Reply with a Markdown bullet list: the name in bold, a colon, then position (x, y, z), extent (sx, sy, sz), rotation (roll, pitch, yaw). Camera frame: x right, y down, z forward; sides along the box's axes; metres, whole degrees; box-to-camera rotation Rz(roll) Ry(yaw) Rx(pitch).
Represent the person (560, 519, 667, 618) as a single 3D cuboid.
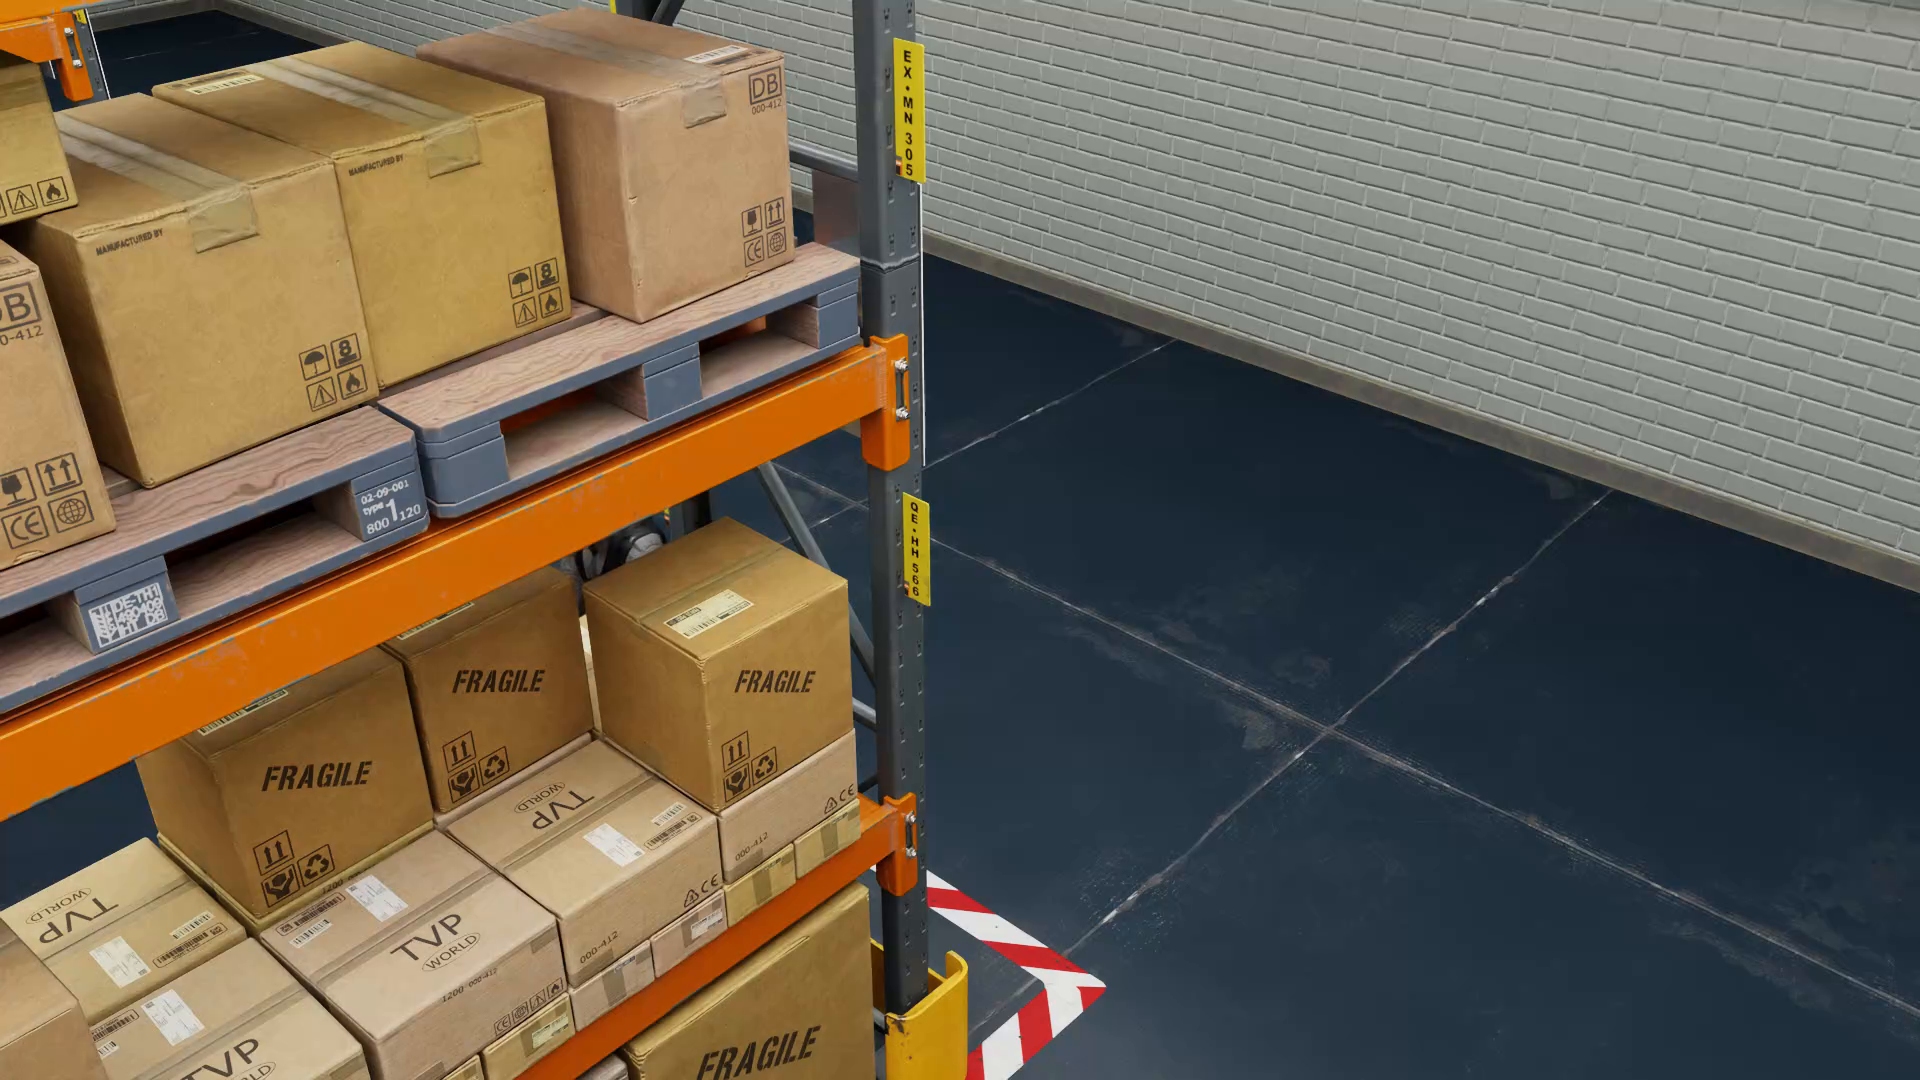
- **person**: position (-1.325, 0.394, 6.693), extent (0.586, 1.538, 0.602), rotation (26, 39, 36)
